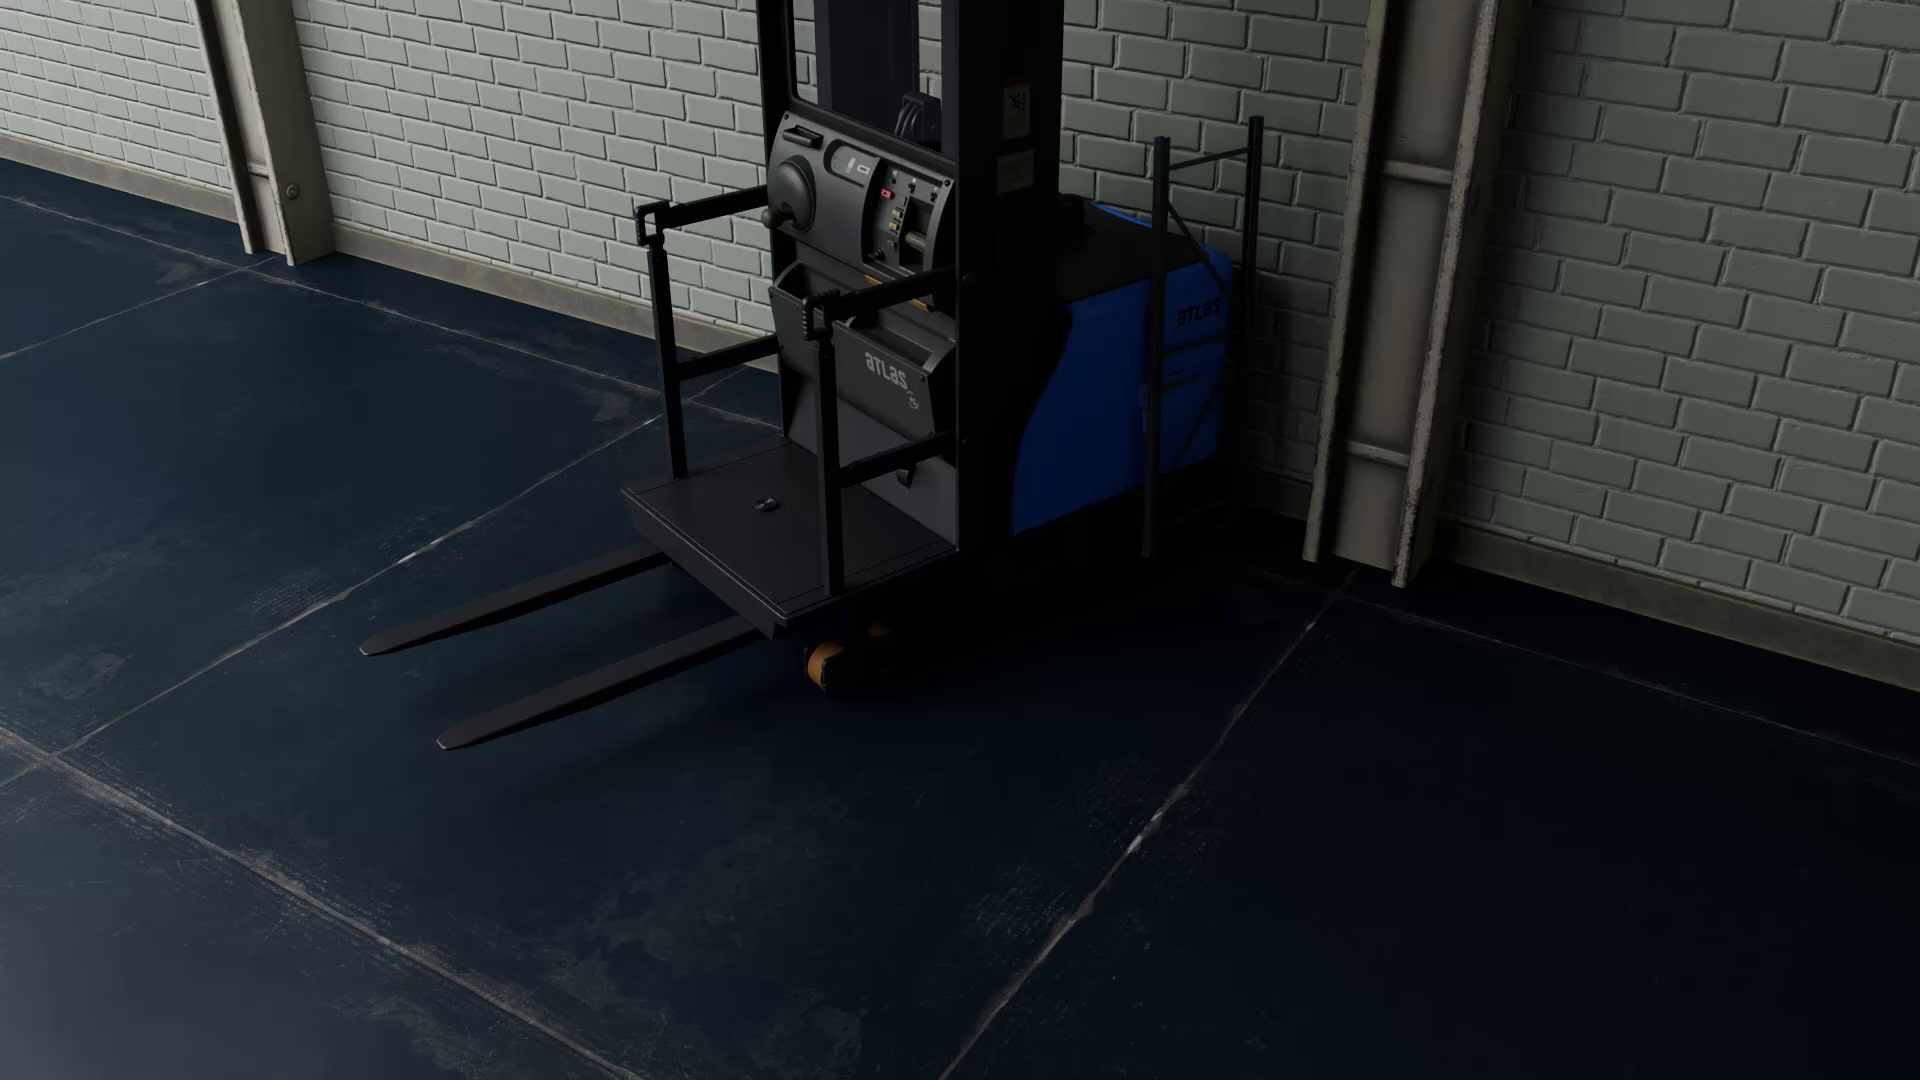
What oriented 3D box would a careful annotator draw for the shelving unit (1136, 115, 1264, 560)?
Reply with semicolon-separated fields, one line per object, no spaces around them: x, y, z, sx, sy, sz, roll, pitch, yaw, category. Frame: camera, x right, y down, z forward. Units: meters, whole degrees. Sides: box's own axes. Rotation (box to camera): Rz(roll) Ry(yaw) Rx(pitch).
0.514;-0.845;6.156;0.538;1.500;1.048;-21;32;-35;shelving unit

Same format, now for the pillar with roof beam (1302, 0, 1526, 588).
-0.779;-1.994;0.737;0.400;9.000;9.100;18;35;27;pillar with roof beam

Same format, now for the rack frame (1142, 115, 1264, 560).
0.841;-0.684;5.802;0.500;1.500;0.032;-21;32;-35;rack frame

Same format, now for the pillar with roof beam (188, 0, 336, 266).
-5.861;-3.601;3.492;0.400;9.000;9.100;18;35;27;pillar with roof beam

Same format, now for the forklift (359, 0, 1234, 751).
-0.493;-1.072;5.180;3.031;2.935;1.130;-21;36;-32;forklift

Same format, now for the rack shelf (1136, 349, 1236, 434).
0.518;-0.682;6.233;0.538;0.185;1.000;-21;32;-35;rack shelf
